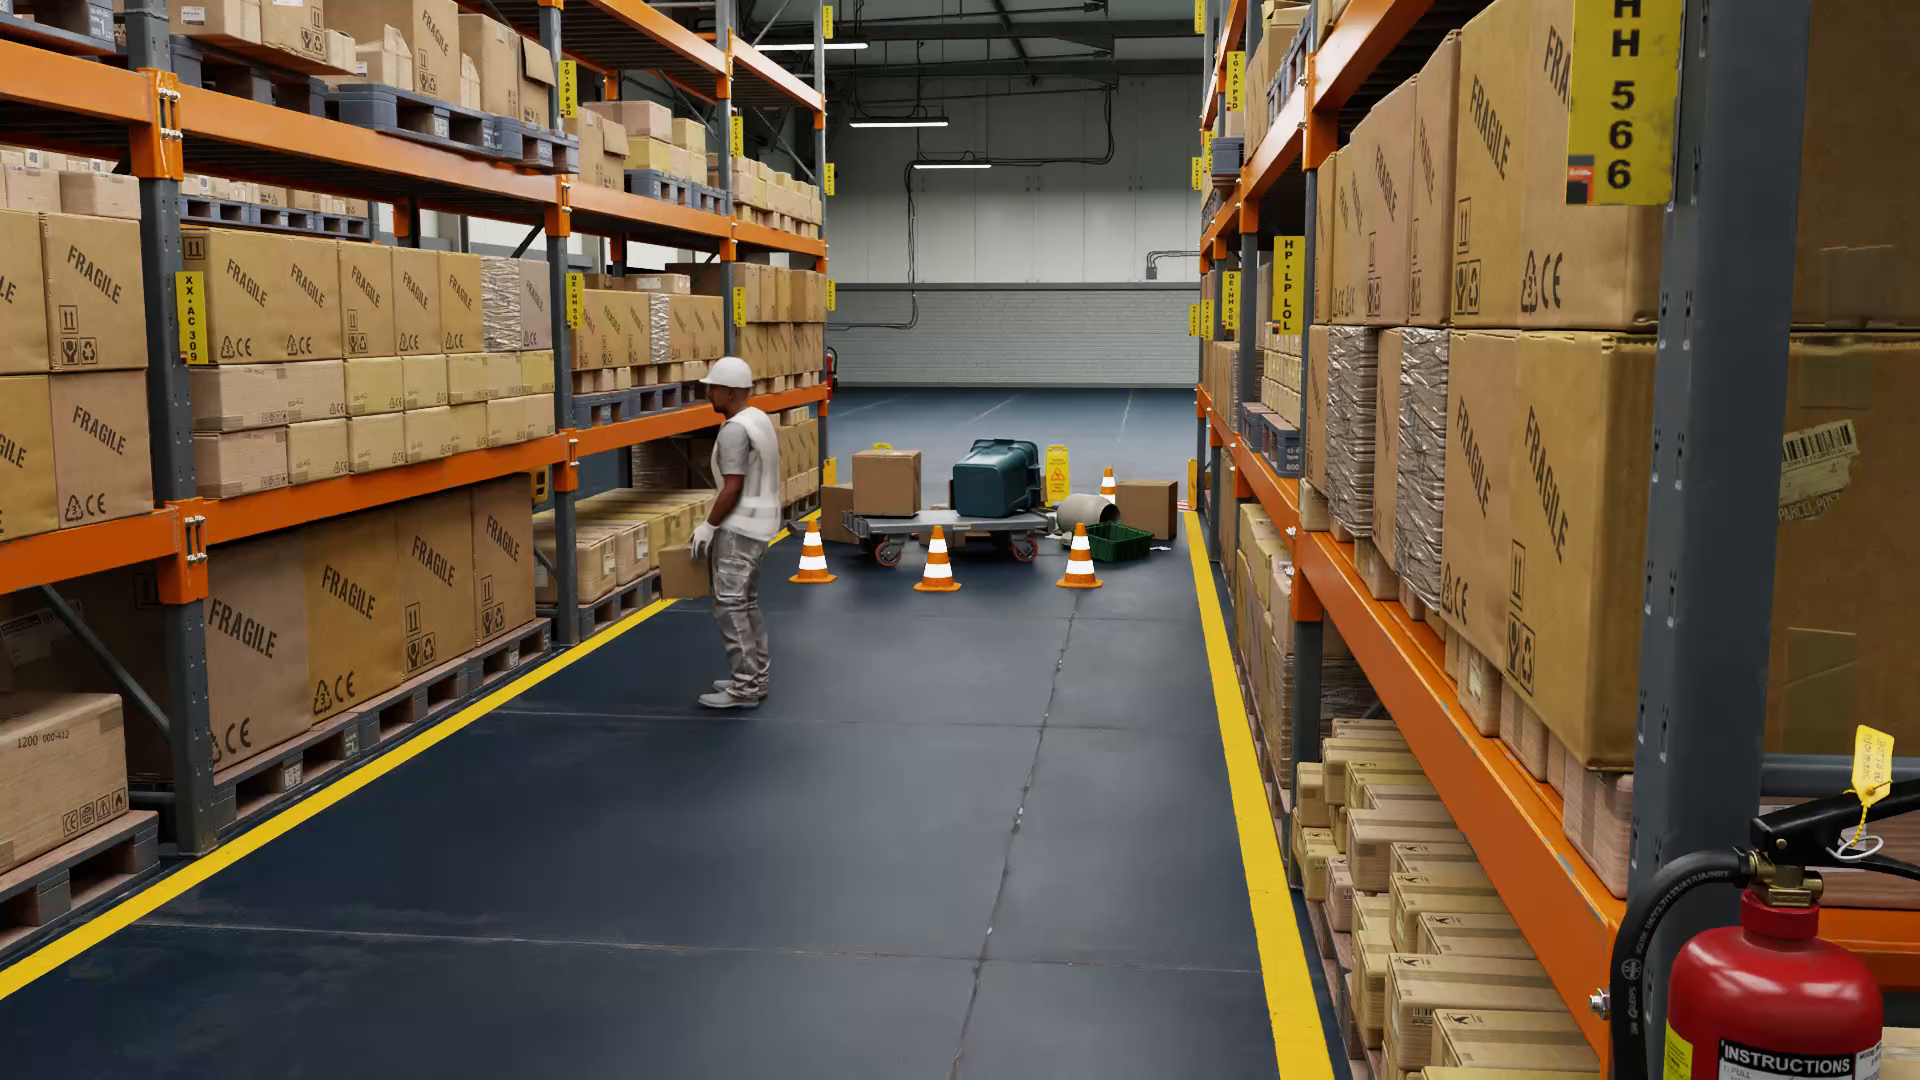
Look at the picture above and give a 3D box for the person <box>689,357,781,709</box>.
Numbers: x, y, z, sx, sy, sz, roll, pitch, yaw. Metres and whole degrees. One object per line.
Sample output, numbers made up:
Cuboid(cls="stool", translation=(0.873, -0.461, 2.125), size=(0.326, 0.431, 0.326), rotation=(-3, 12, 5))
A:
Cuboid(cls="person", translation=(-1.141, -0.040, 8.517), size=(0.430, 1.784, 0.564), rotation=(1, 8, 5))
